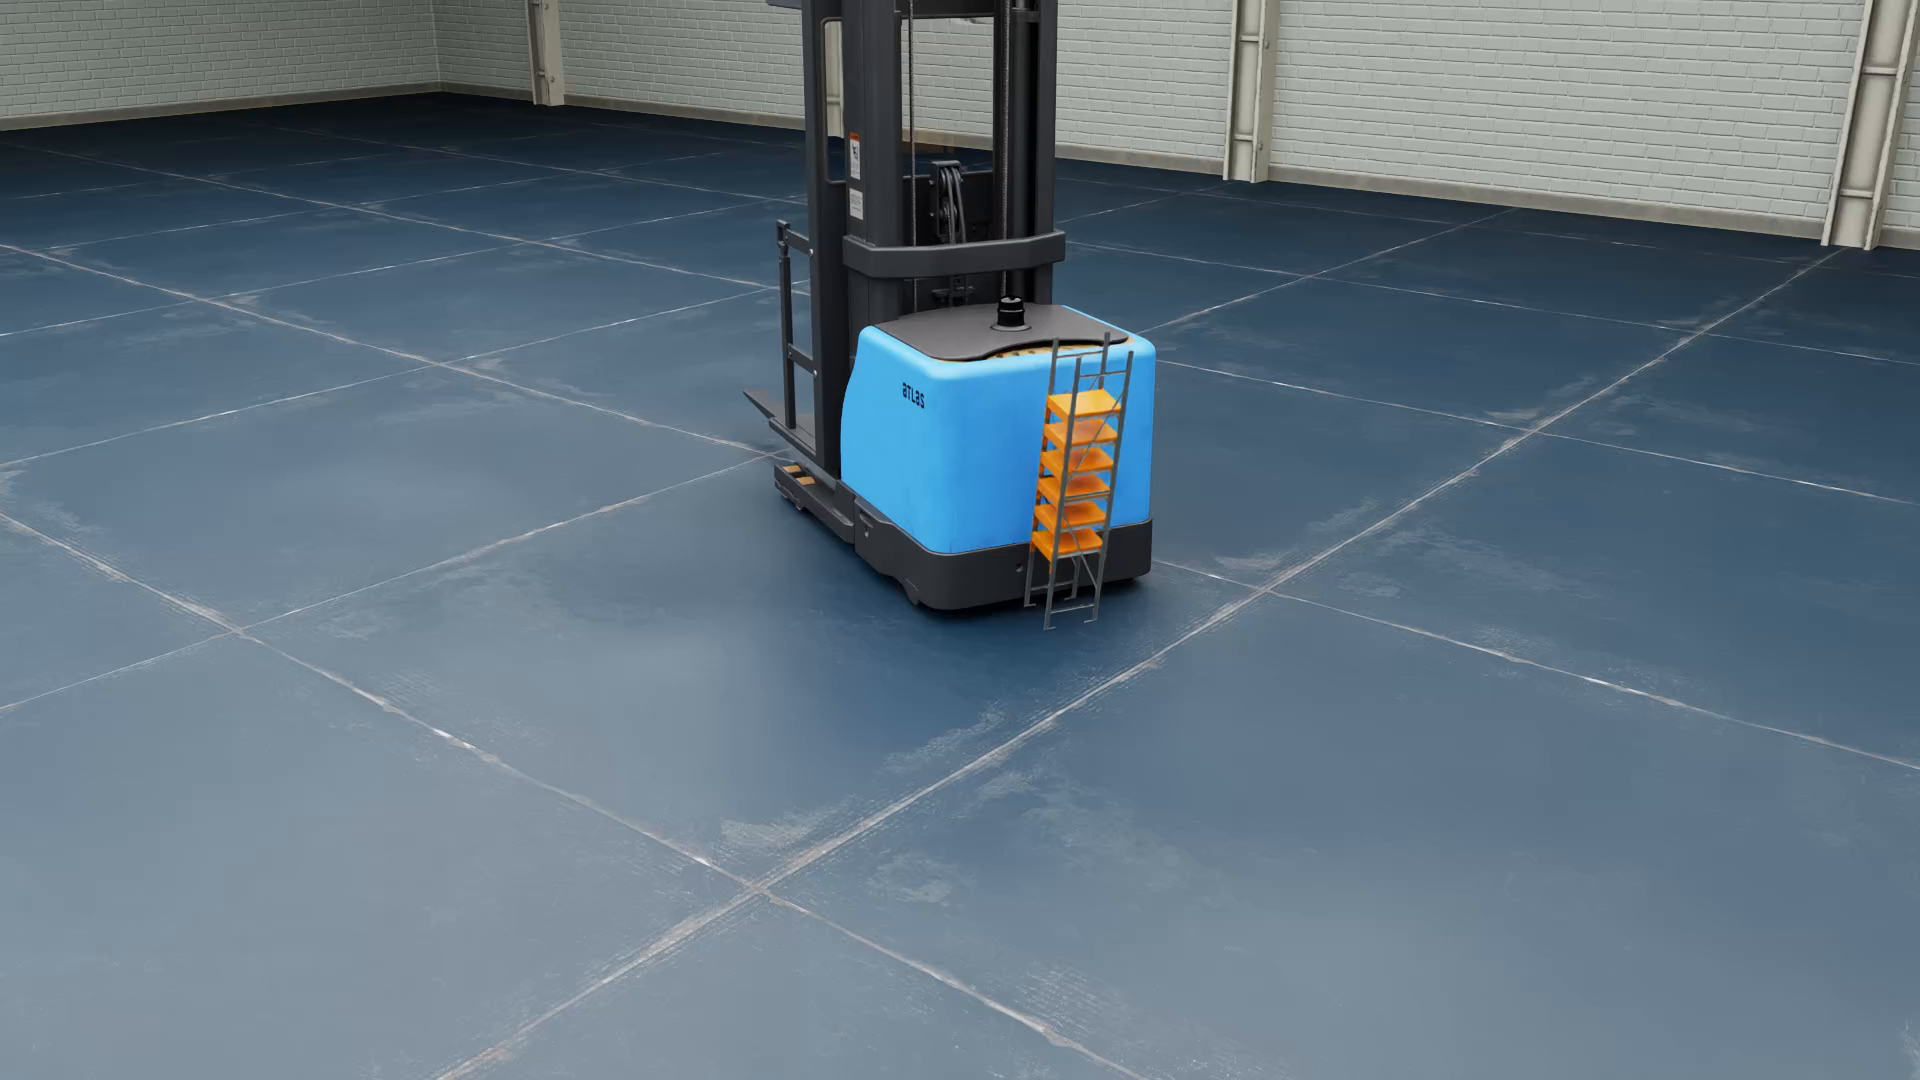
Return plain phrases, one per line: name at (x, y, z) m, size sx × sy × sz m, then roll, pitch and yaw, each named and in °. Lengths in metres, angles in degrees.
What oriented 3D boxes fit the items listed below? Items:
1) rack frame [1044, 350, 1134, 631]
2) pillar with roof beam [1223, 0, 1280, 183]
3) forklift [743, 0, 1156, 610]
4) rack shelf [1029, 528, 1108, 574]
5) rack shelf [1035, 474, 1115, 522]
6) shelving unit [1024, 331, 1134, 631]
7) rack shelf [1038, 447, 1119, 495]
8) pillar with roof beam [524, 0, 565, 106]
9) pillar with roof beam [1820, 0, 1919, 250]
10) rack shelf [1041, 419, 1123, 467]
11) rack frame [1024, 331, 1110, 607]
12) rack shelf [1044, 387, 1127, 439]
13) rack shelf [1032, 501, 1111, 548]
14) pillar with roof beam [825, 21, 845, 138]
rack frame at (0.492, -0.170, 6.444) m, size 0.240 × 1.200 × 0.006 m, roll -9°, pitch 33°, yaw -23°
pillar with roof beam at (0.375, -6.941, 13.321) m, size 0.400 × 9.000 × 9.100 m, roll 16°, pitch 26°, yaw 36°
forklift at (-0.263, -1.570, 7.679) m, size 1.130 × 2.935 × 3.031 m, roll -9°, pitch 23°, yaw -23°
rack shelf at (0.433, 0.030, 6.657) m, size 0.258 × 0.103 × 0.180 m, roll -9°, pitch 33°, yaw -23°
rack shelf at (0.451, -0.177, 6.537) m, size 0.258 × 0.103 × 0.180 m, roll -9°, pitch 33°, yaw -23°
shelving unit at (0.454, -0.215, 6.515) m, size 0.258 × 1.200 × 0.189 m, roll -9°, pitch 33°, yaw -23°
rack shelf at (0.460, -0.280, 6.477) m, size 0.258 × 0.103 × 0.180 m, roll -9°, pitch 33°, yaw -23°
pillar with roof beam at (-8.922, -9.618, 20.421) m, size 0.400 × 9.000 × 9.100 m, roll 16°, pitch 26°, yaw 36°
pillar with roof beam at (5.024, -5.603, 9.772) m, size 0.400 × 9.000 × 9.100 m, roll 16°, pitch 26°, yaw 36°
rack shelf at (0.469, -0.383, 6.417) m, size 0.258 × 0.103 × 0.180 m, roll -9°, pitch 33°, yaw -23°
rack frame at (0.417, -0.259, 6.585) m, size 0.240 × 1.200 × 0.006 m, roll -9°, pitch 33°, yaw -23°
rack shelf at (0.478, -0.487, 6.356) m, size 0.258 × 0.103 × 0.180 m, roll -9°, pitch 33°, yaw -23°
rack shelf at (0.442, -0.073, 6.597) m, size 0.258 × 0.103 × 0.180 m, roll -9°, pitch 33°, yaw -23°
pillar with roof beam at (-4.273, -8.280, 16.871) m, size 0.400 × 9.000 × 9.100 m, roll 16°, pitch 26°, yaw 36°
